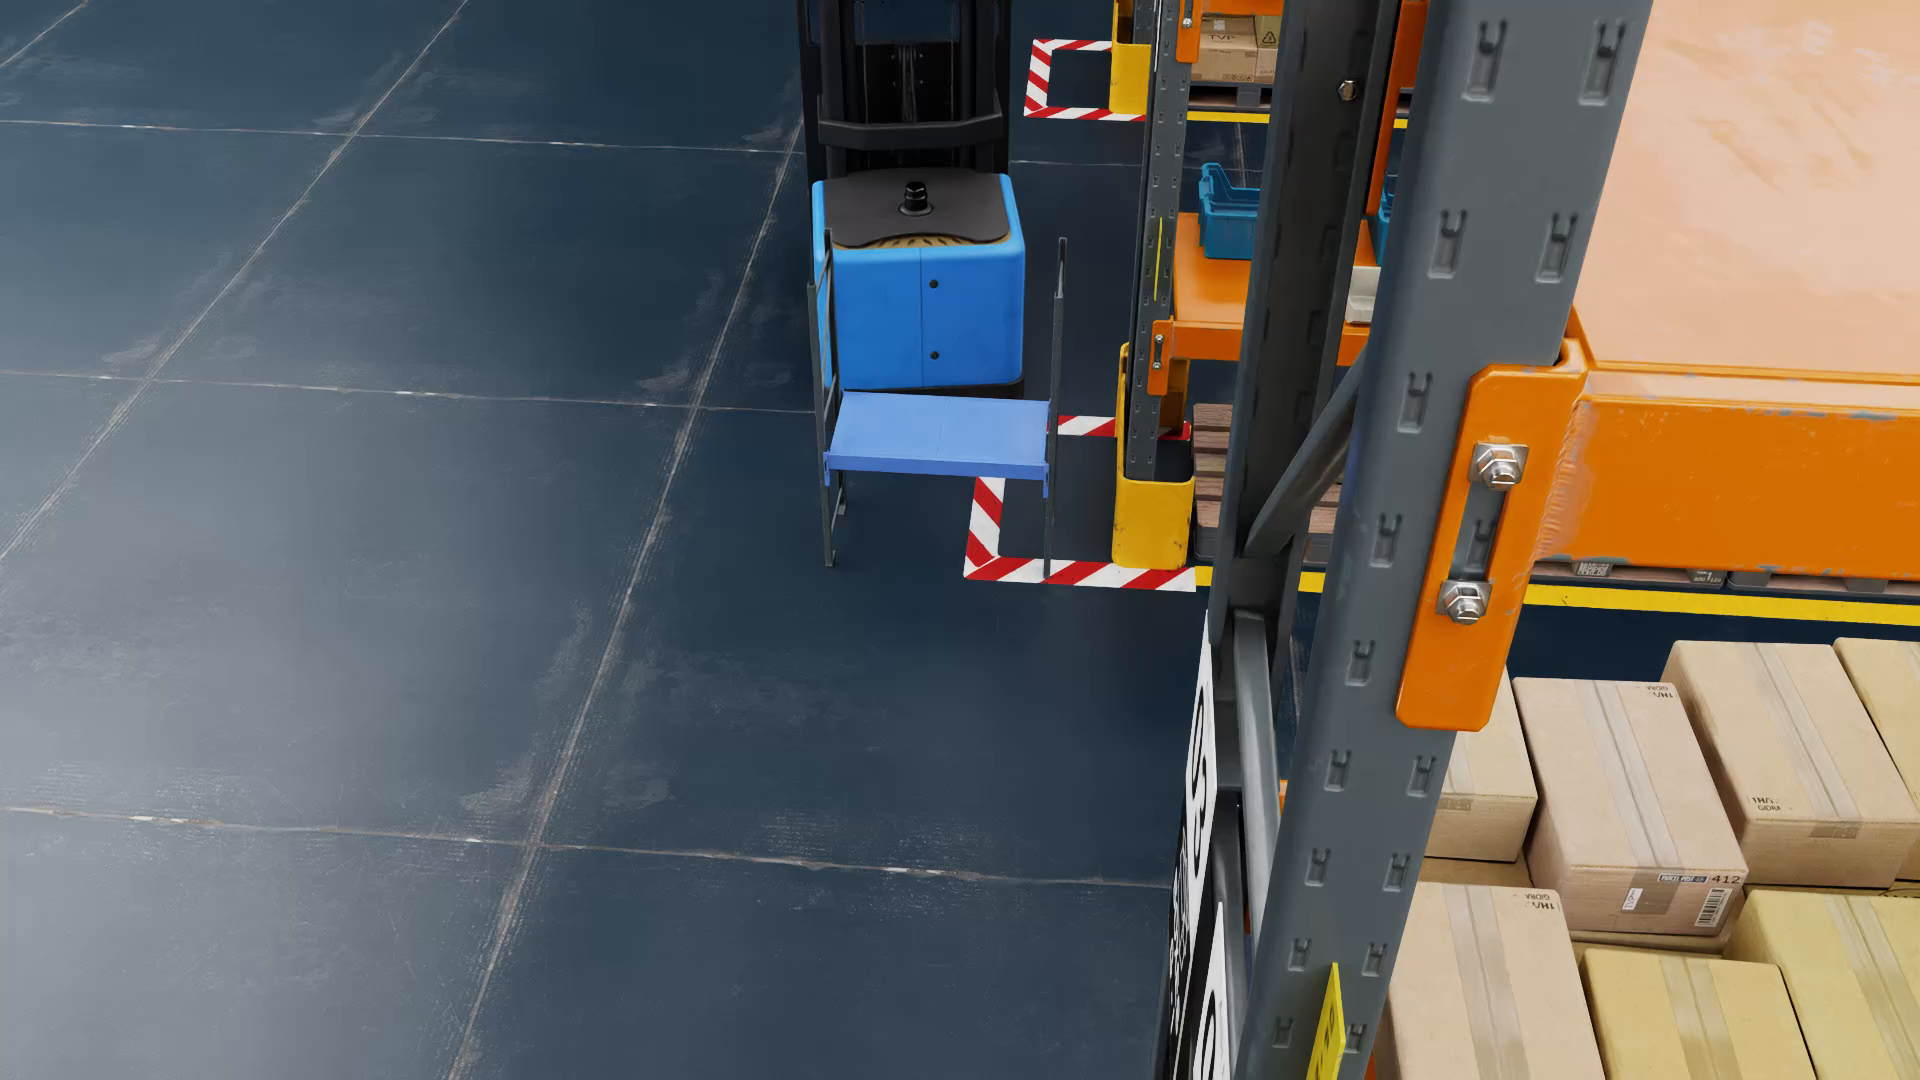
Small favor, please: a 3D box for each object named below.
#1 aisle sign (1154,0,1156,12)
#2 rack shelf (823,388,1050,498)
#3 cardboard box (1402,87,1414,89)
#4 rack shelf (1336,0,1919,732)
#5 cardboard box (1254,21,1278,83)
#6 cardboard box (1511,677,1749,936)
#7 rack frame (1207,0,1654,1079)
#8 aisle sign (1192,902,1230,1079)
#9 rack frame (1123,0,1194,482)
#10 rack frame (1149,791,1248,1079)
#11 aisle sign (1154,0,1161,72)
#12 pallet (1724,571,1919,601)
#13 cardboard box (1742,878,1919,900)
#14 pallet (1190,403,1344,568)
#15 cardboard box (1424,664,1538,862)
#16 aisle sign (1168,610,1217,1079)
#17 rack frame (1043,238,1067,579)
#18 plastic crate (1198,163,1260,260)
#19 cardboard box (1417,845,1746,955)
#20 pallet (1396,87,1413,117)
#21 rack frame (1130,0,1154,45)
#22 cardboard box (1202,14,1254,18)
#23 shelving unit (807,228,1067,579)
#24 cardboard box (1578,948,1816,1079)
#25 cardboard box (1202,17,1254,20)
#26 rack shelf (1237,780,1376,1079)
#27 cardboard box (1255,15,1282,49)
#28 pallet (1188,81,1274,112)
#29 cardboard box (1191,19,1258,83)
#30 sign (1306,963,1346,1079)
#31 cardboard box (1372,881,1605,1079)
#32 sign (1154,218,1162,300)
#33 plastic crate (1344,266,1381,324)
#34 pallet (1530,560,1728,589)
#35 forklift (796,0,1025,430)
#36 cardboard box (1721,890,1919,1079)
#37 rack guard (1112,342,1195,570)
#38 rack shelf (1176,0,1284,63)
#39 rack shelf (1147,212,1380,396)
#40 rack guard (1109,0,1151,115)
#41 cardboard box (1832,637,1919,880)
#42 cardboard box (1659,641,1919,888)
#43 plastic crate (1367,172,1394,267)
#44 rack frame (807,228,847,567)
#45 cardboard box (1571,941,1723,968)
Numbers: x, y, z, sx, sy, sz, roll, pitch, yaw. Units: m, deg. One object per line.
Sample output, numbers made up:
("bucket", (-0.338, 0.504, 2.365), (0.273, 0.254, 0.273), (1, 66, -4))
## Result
("aisle sign", (0.805, -2.570, 6.642), (0.004, 0.787, 0.394), (3, 39, 4))
("rack shelf", (-0.085, -0.447, 7.566), (1.000, 0.185, 0.538), (3, 39, 4))
("cardboard box", (3.292, -3.331, 11.482), (0.500, 0.250, 0.500), (3, 39, 4))
("rack shelf", (2.417, -0.194, 1.602), (4.000, 0.370, 1.077), (3, 39, 4))
("cardboard box", (2.296, -3.389, 11.553), (0.500, 0.250, 0.500), (3, 39, 4))
("cardboard box", (0.977, 0.391, 2.491), (0.250, 0.149, 0.380), (2, 39, 2))
("rack frame", (0.424, -0.583, 1.508), (0.127, 3.000, 1.000), (3, 39, 4))
("aisle sign", (0.337, 0.921, 2.353), (0.004, 0.787, 0.394), (3, 39, 4))
("rack frame", (0.852, -1.371, 7.229), (0.127, 3.000, 1.000), (3, 39, 4))
("rack frame", (0.424, 1.744, 3.402), (0.127, 3.000, 1.000), (3, 39, 4))
("aisle sign", (0.755, -2.199, 6.187), (0.004, 0.787, 0.394), (3, 39, 4))
("pallet", (4.171, -0.135, 7.919), (1.213, 0.211, 1.003), (3, 39, 4))
("cardboard box", (1.424, 0.531, 2.635), (0.500, 0.250, 0.500), (3, 39, 4))
("pallet", (1.740, -0.267, 8.082), (1.213, 0.211, 1.003), (3, 39, 4))
("cardboard box", (0.728, 0.303, 2.599), (0.250, 0.149, 0.380), (3, 39, 4))
("aisle sign", (0.388, 0.544, 2.817), (0.004, 0.787, 0.394), (3, 39, 4))
("rack frame", (0.421, -0.559, 7.419), (0.032, 1.500, 0.500), (3, 39, 4))
("plastic crate", (1.376, -1.474, 7.473), (0.616, 0.251, 0.499), (3, 39, 4))
("cardboard box", (0.926, 0.505, 2.666), (0.500, 0.250, 0.500), (4, 39, 5))
("pallet", (3.260, -3.321, 11.834), (1.213, 0.211, 1.003), (3, 39, 4))
("rack frame", (1.283, -4.486, 11.056), (0.127, 3.000, 1.000), (3, 39, 4))
("cardboard box", (1.843, -4.031, 11.749), (0.500, 0.500, 0.500), (3, 39, 4))
("shelving unit", (-0.085, -0.586, 7.453), (1.048, 1.500, 0.538), (3, 39, 4))
("cardboard box", (0.929, 0.720, 2.087), (0.250, 0.149, 0.380), (4, 39, 5))
("cardboard box", (1.842, -3.739, 11.984), (0.500, 0.250, 0.500), (3, 39, 4))
("rack shelf", (2.417, 0.969, 2.548), (4.000, 0.370, 1.077), (3, 39, 4))
("cardboard box", (2.296, -3.678, 11.315), (0.500, 0.500, 0.500), (3, 39, 4))
("pallet", (2.048, -3.389, 11.917), (1.213, 0.211, 1.003), (3, 39, 4))
("cardboard box", (1.798, -3.413, 11.584), (0.500, 0.250, 0.500), (3, 39, 4))
("sign", (0.378, 0.583, 1.760), (0.005, 0.325, 0.100), (3, 39, 4))
("cardboard box", (0.679, 0.645, 2.179), (0.250, 0.149, 0.380), (3, 39, 4))
("sign", (0.800, -1.133, 6.717), (0.005, 0.325, 0.100), (3, 39, 4))
("plastic crate", (1.715, -1.018, 7.004), (0.250, 0.136, 0.298), (3, 39, 4))
("pallet", (2.952, -0.199, 7.998), (1.213, 0.211, 1.003), (3, 39, 4))
("forklift", (-0.303, -2.612, 8.807), (1.130, 2.935, 3.031), (-3, 39, -4))
("cardboard box", (1.191, 0.656, 2.166), (0.250, 0.149, 0.380), (2, 39, 3))
("rack guard", (0.931, -0.427, 8.049), (0.348, 0.500, 1.175), (3, 39, 4))
("rack shelf", (2.844, -2.146, 6.375), (4.000, 0.370, 1.077), (3, 39, 4))
("rack shelf", (2.844, -0.983, 7.322), (4.000, 0.370, 1.077), (3, 39, 4))
("rack guard", (1.259, -3.518, 11.847), (0.348, 0.500, 1.175), (3, 39, 4))
("cardboard box", (1.511, 0.336, 2.559), (0.250, 0.149, 0.380), (3, 39, 4))
("cardboard box", (1.259, 0.337, 2.557), (0.250, 0.149, 0.380), (2, 39, 2))
("plastic crate", (2.023, -1.435, 7.426), (0.408, 0.251, 0.499), (3, 39, 4))
("rack frame", (-0.592, -0.614, 7.487), (0.032, 1.500, 0.500), (3, 39, 4))
("cardboard box", (0.882, 0.828, 2.270), (0.500, 0.250, 0.500), (4, 39, 5))
